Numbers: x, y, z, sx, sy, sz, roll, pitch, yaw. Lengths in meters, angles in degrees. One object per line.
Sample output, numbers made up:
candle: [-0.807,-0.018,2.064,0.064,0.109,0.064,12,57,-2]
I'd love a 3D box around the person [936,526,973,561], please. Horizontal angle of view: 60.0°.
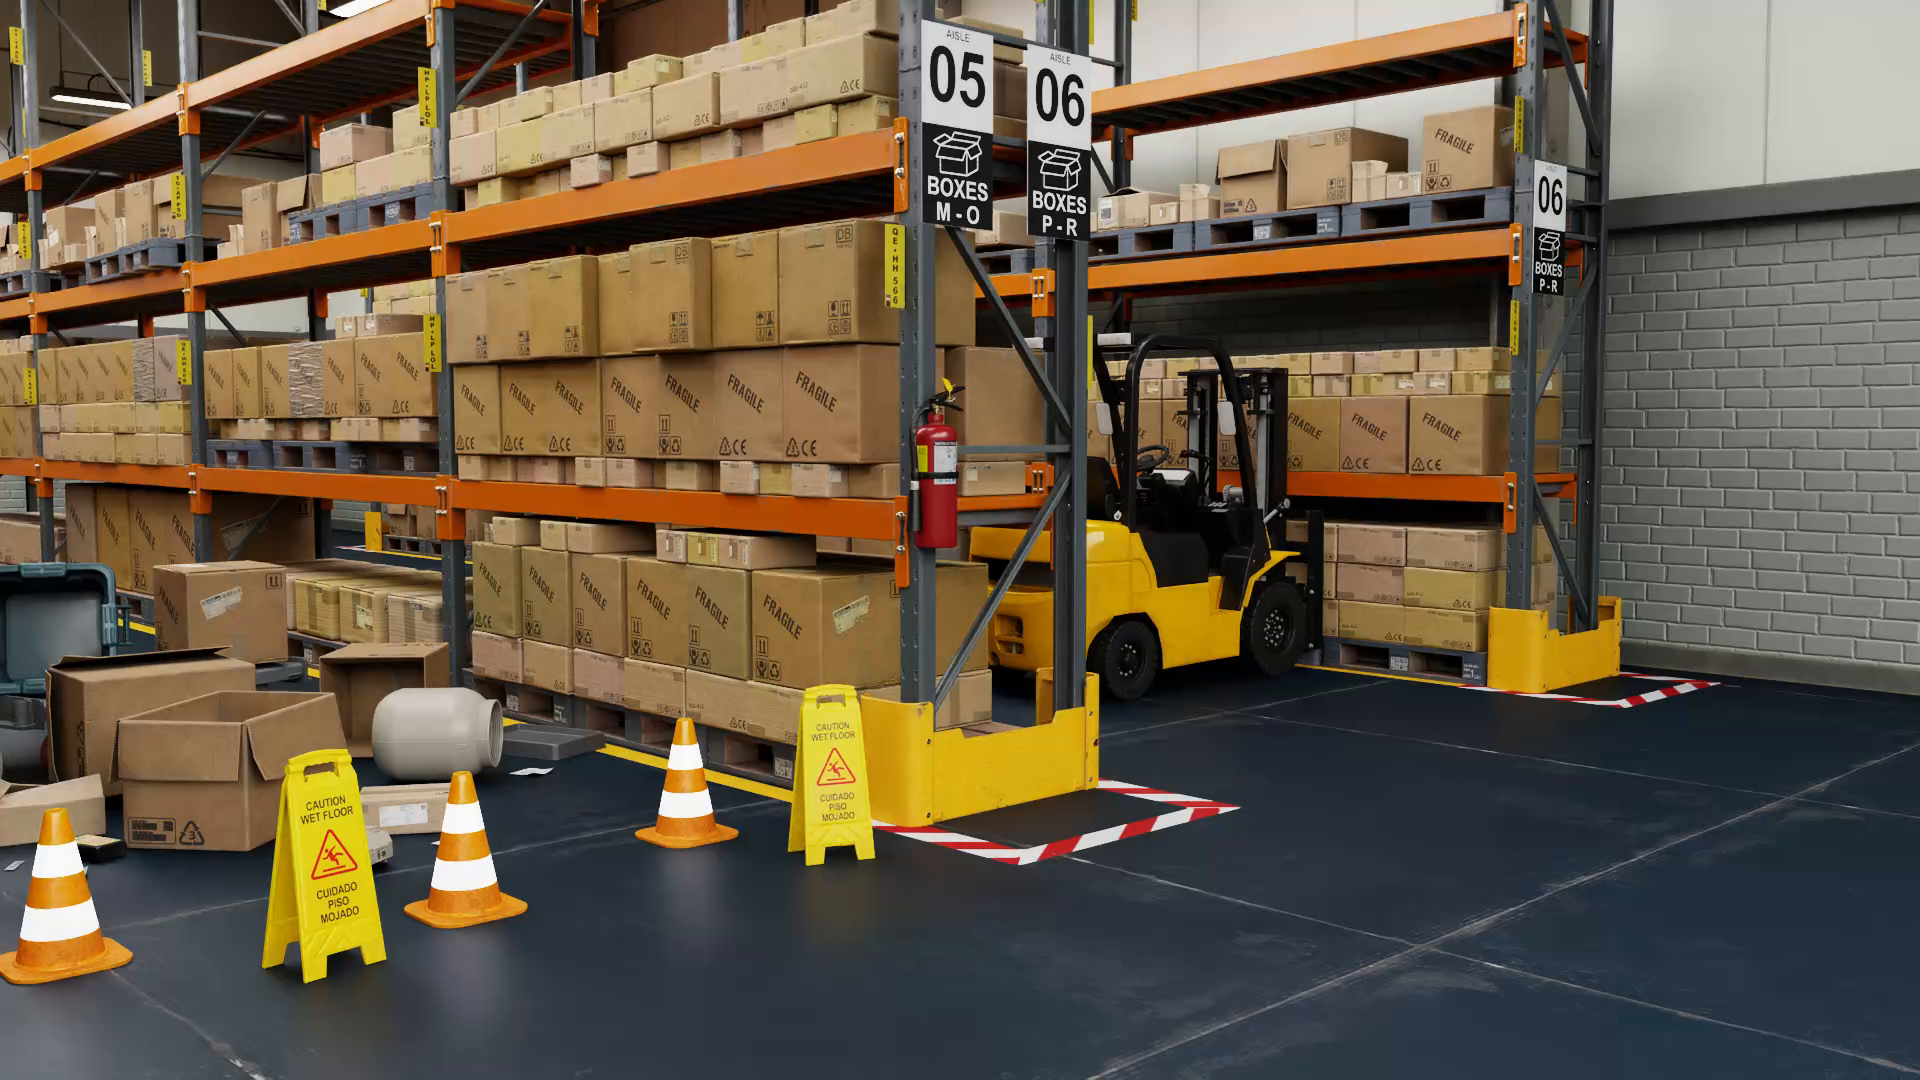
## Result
person: [-0.166,-0.063,11.546,0.573,1.762,0.493,-4,5,-43]
